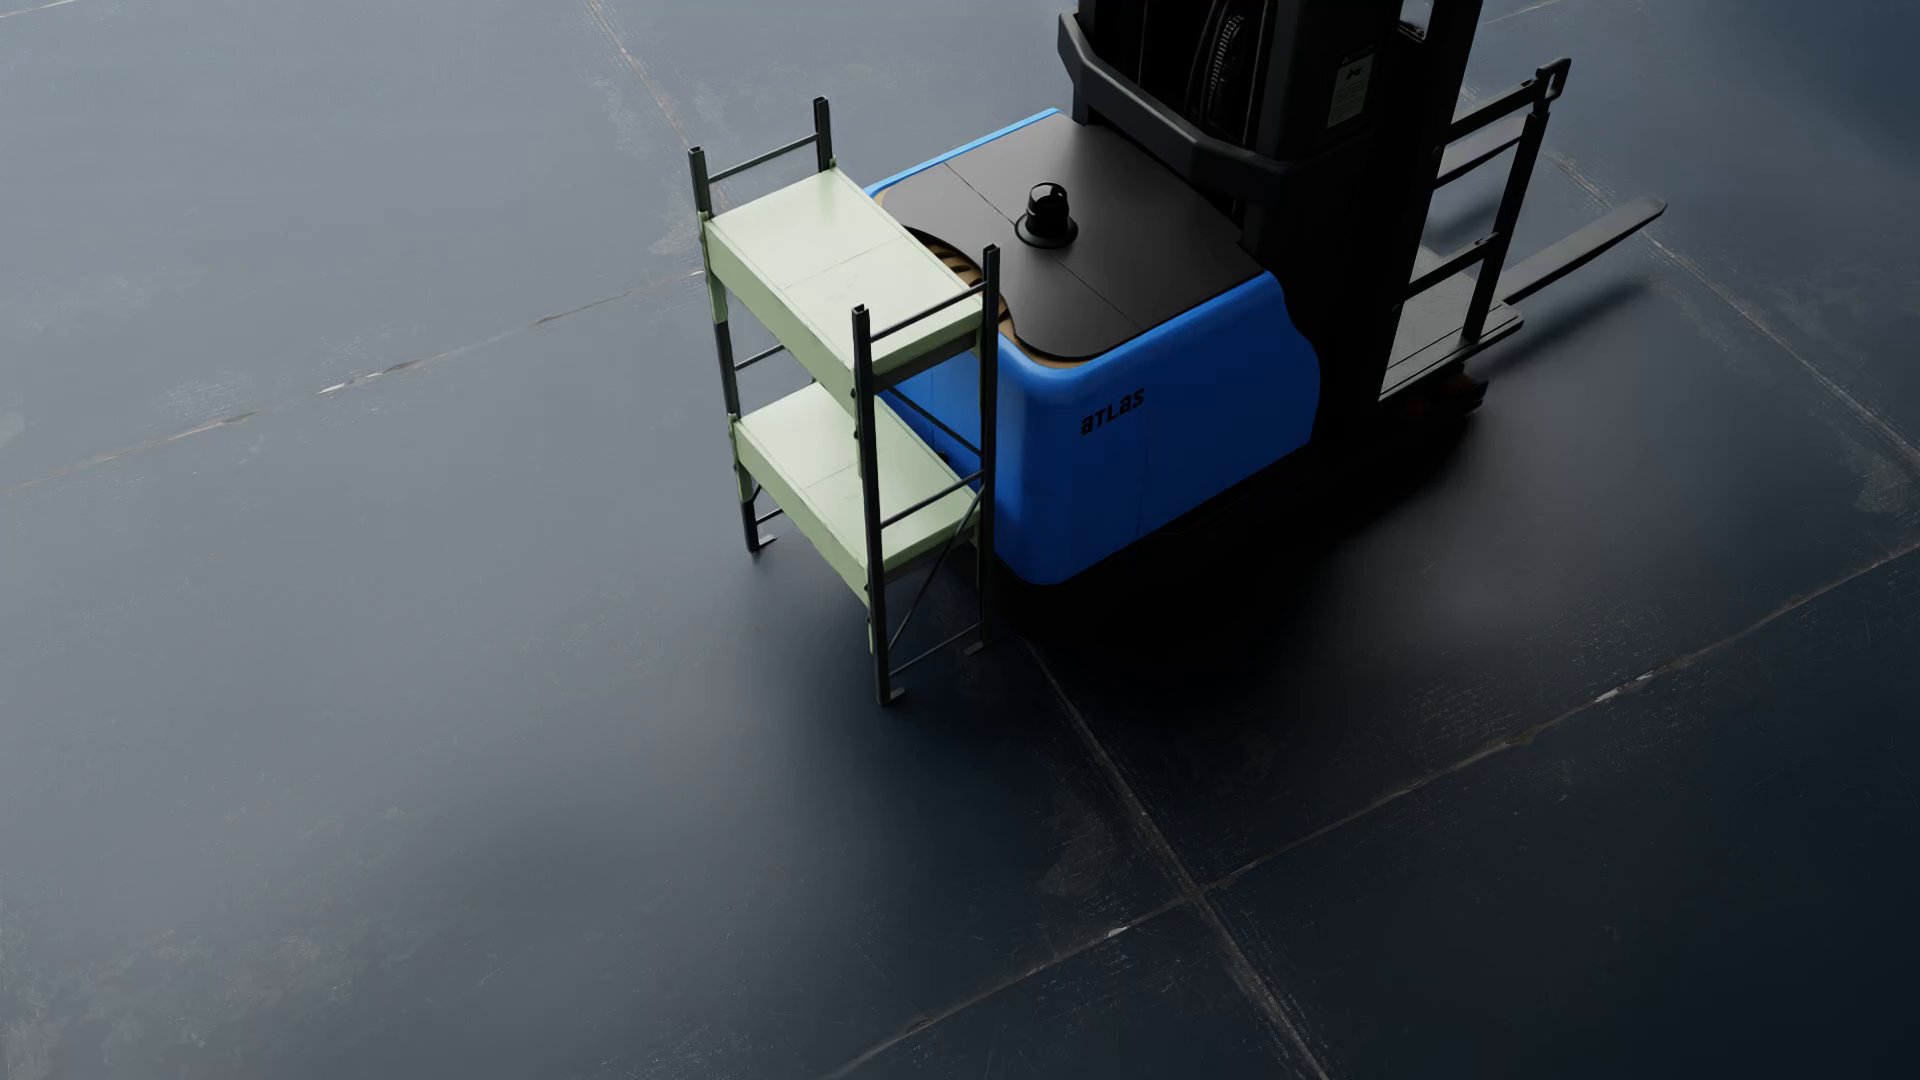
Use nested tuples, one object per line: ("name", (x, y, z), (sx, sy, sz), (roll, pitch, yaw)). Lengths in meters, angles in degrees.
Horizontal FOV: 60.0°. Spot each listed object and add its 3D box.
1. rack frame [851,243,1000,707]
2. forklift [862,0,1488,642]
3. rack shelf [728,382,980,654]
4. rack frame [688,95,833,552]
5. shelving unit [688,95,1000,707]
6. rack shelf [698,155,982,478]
("rack frame", (-0.074, -0.103, 4.343), (0.400, 1.500, 0.023), (-29, 55, -23))
("forklift", (1.141, -1.572, 4.678), (3.031, 2.935, 1.130), (-29, 55, -23))
("rack shelf", (-0.288, -0.112, 4.784), (0.431, 0.370, 0.720), (-29, 55, -23))
("rack frame", (-0.503, -0.550, 4.734), (0.400, 1.500, 0.023), (-29, 55, -23))
("shelving unit", (-0.289, -0.326, 4.539), (0.431, 1.500, 0.755), (-29, 55, -23))
("rack shelf", (-0.289, -0.583, 4.245), (0.431, 0.370, 0.720), (-29, 55, -23))
